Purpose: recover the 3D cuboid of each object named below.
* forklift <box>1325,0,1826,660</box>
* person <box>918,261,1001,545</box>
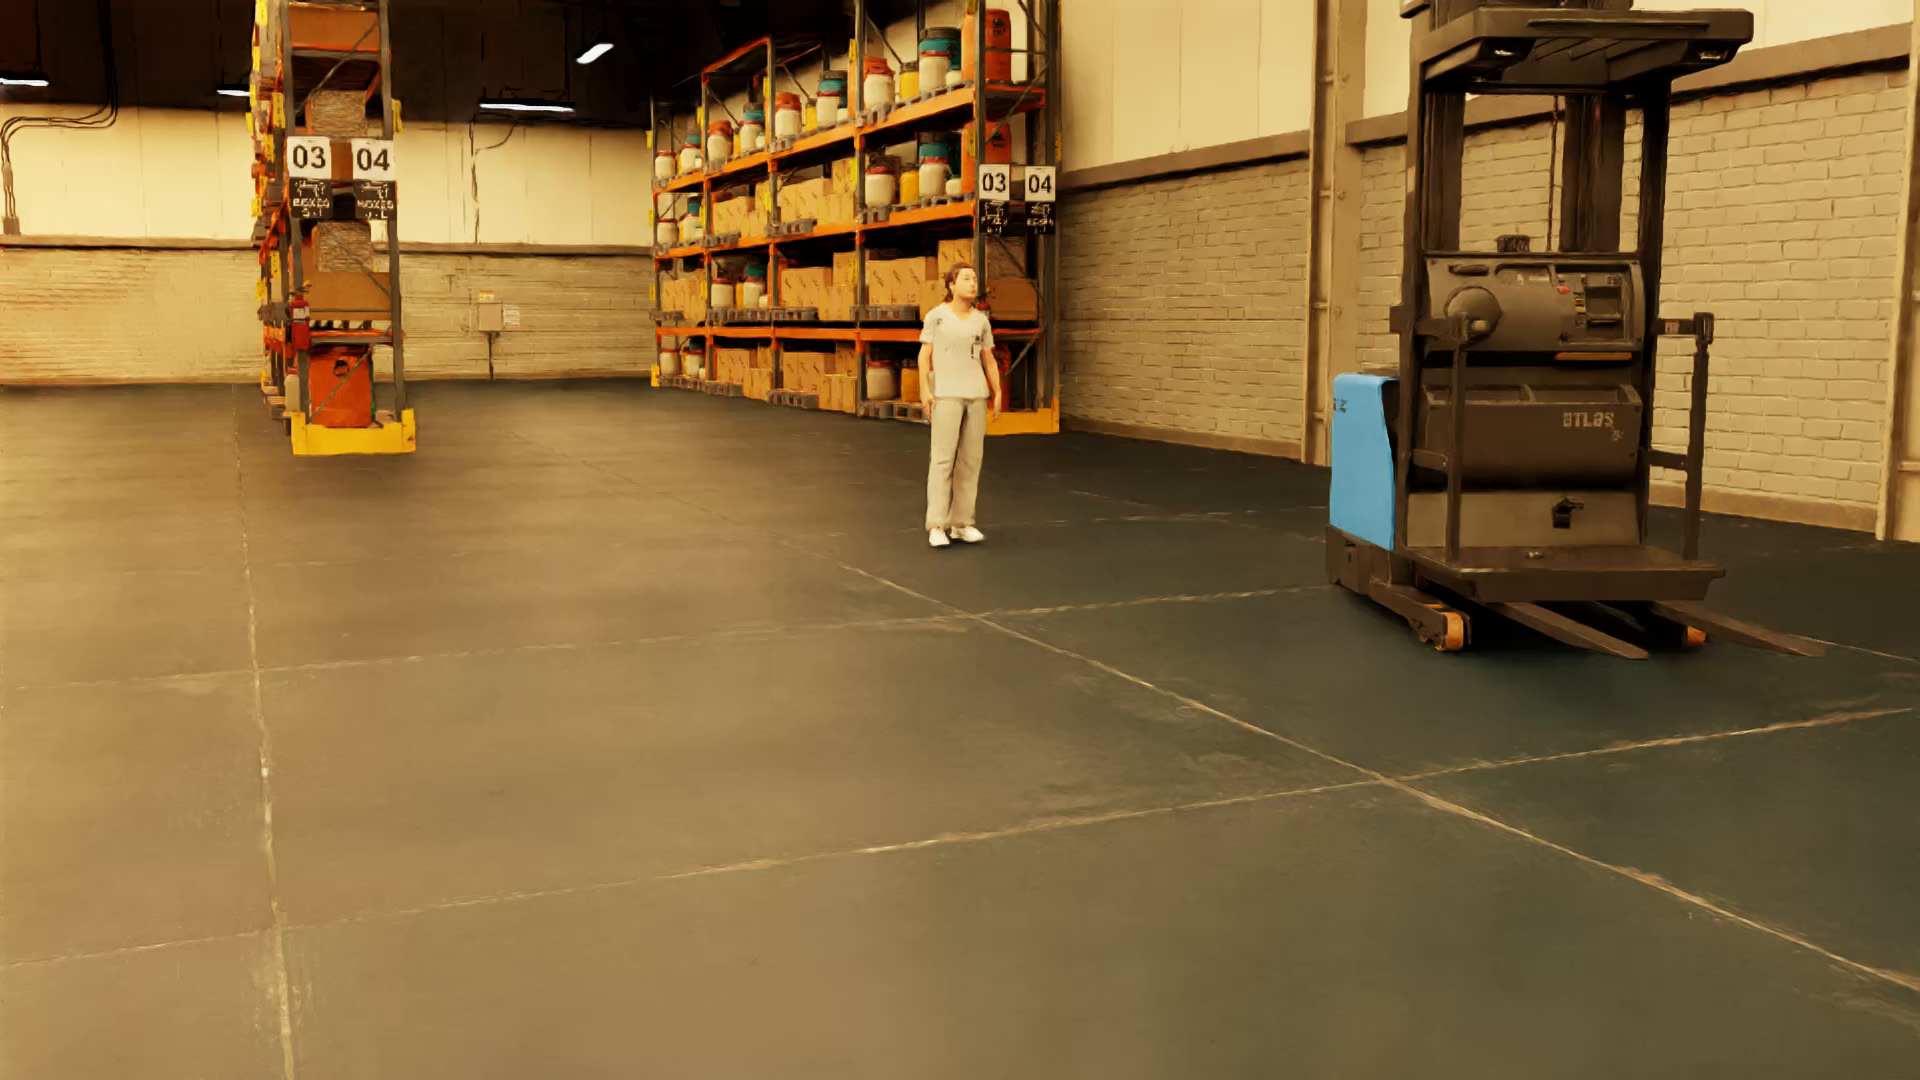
[{"bbox_3d":[2.458,-1.044,6.855,1.130,2.935,3.031,0,8,-4],"label":"forklift"},{"bbox_3d":[0.017,-0.828,9.971,0.550,1.674,0.548,-3,8,-23],"label":"person"}]
